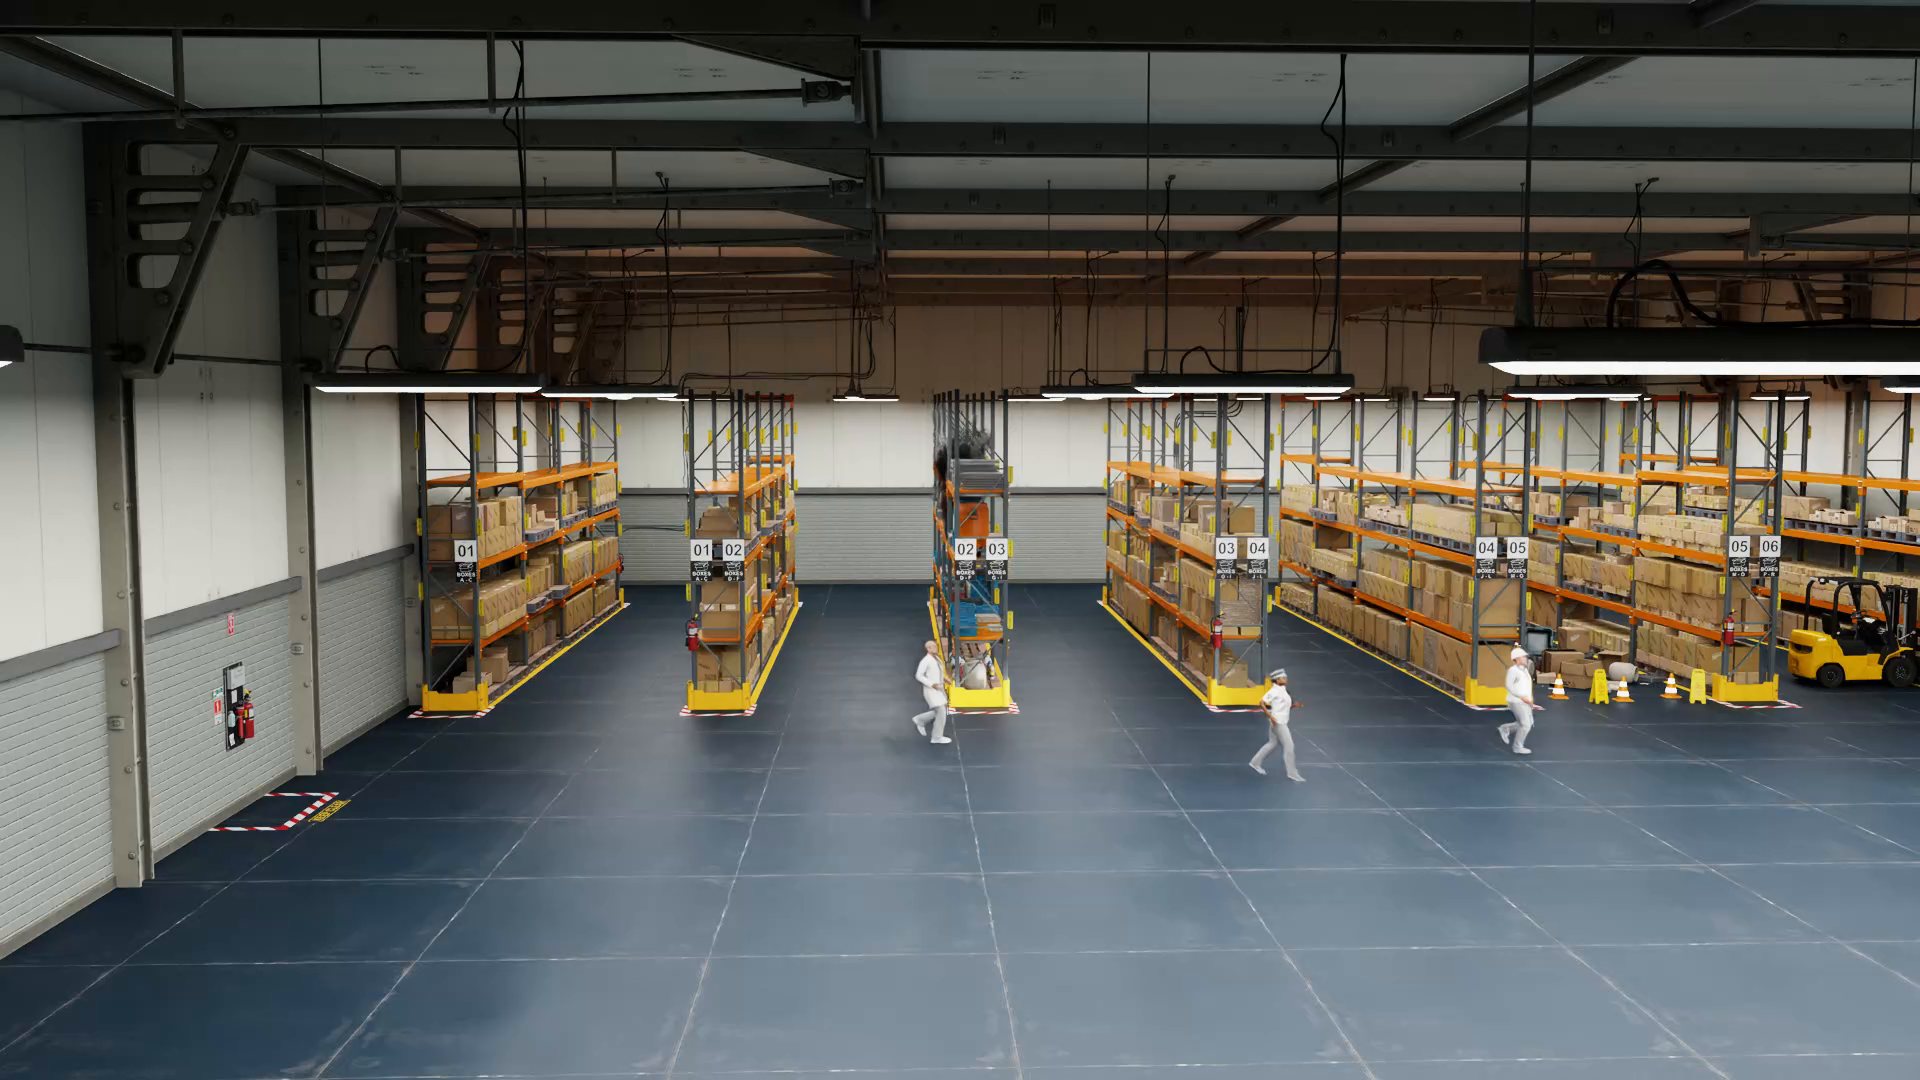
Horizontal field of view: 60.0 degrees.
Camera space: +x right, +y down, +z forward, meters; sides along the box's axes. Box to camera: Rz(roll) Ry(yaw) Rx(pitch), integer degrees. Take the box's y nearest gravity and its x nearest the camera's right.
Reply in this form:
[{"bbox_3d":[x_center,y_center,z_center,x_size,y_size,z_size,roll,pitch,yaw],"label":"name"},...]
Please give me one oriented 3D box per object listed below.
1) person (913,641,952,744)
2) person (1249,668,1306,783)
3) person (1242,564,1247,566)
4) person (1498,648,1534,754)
[{"bbox_3d":[-0.489,2.564,28.121,0.753,1.730,0.712,2,5,23],"label":"person"},{"bbox_3d":[4.837,2.800,25.283,0.878,1.721,0.562,2,5,18],"label":"person"},{"bbox_3d":[8.059,0.947,48.595,0.874,1.616,0.768,-1,5,-15],"label":"person"},{"bbox_3d":[9.130,2.632,27.327,0.614,1.729,0.705,4,6,38],"label":"person"}]
